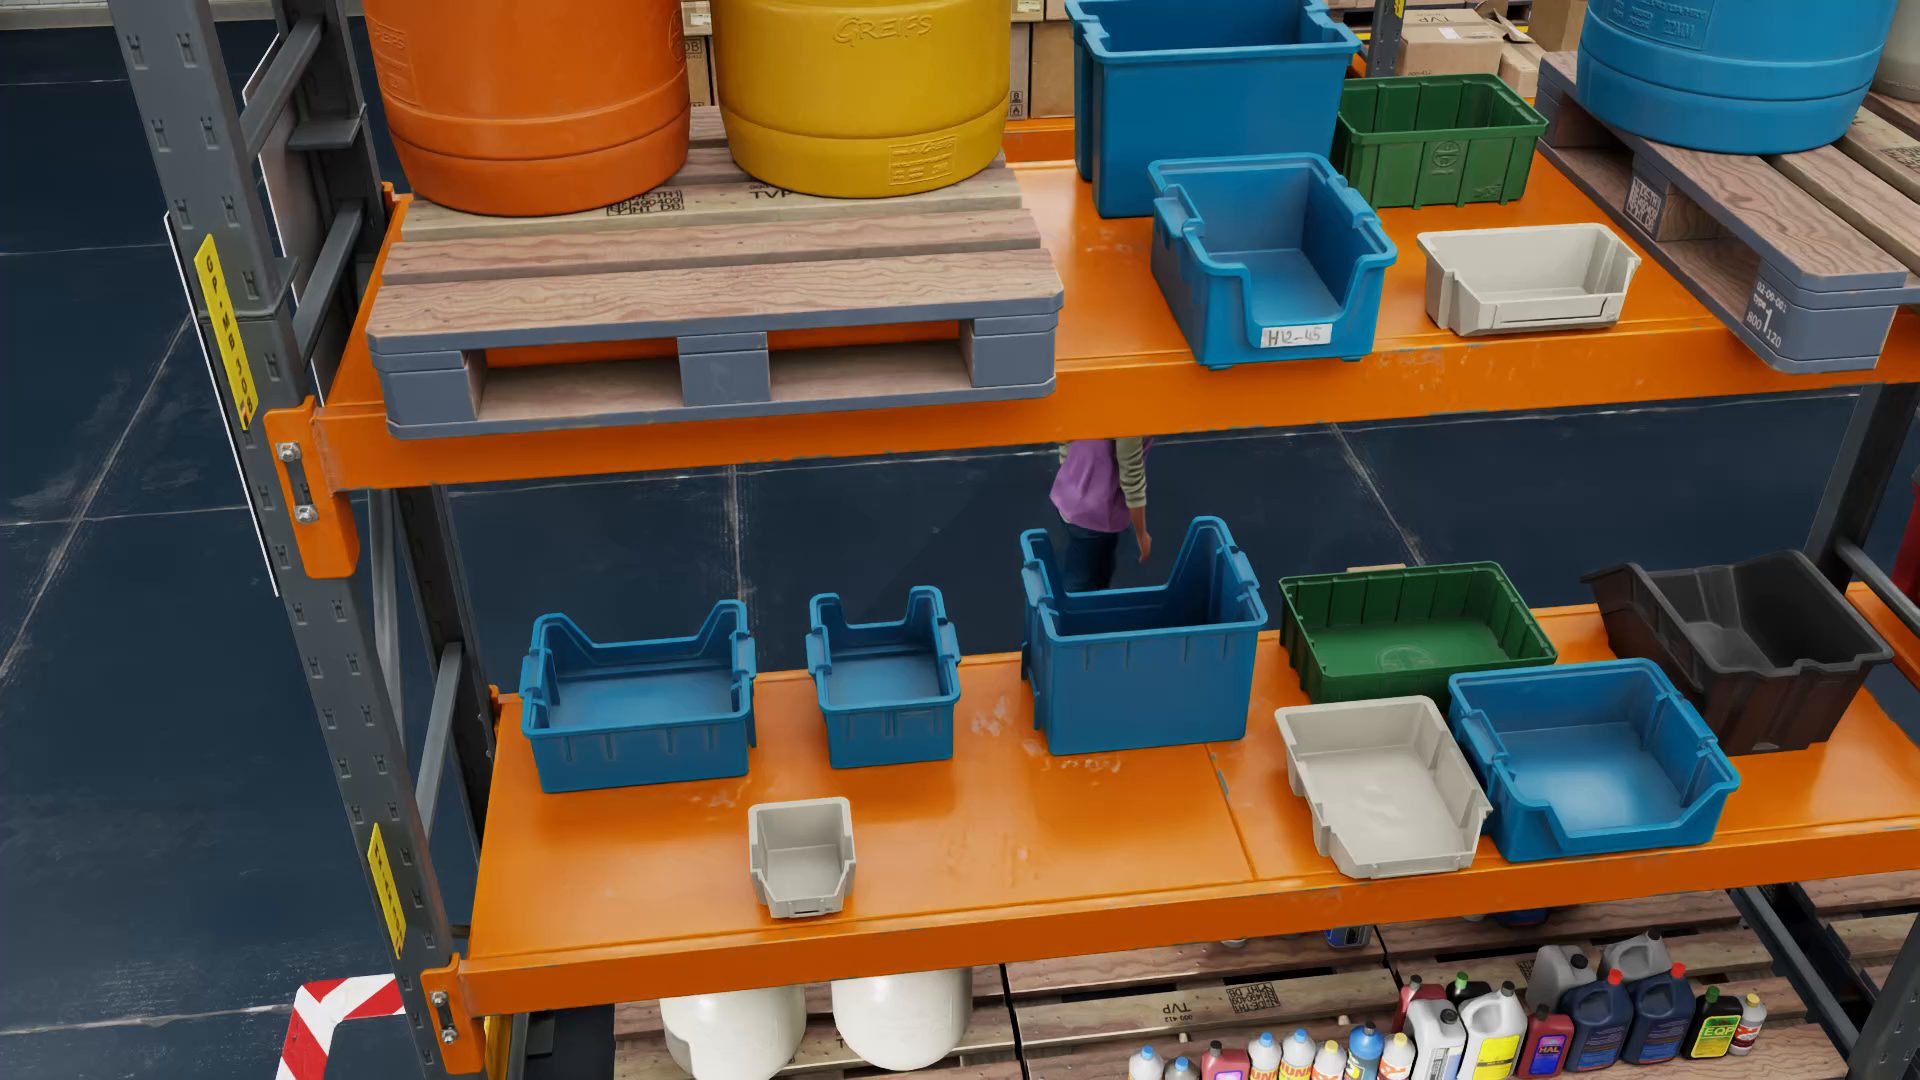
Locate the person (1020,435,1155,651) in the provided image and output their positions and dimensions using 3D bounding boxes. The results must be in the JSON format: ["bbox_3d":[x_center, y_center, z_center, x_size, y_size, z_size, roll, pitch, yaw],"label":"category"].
[{"bbox_3d":[0.492,-0.080,6.283,0.592,1.625,0.431,-13,37,-17],"label":"person"}]
